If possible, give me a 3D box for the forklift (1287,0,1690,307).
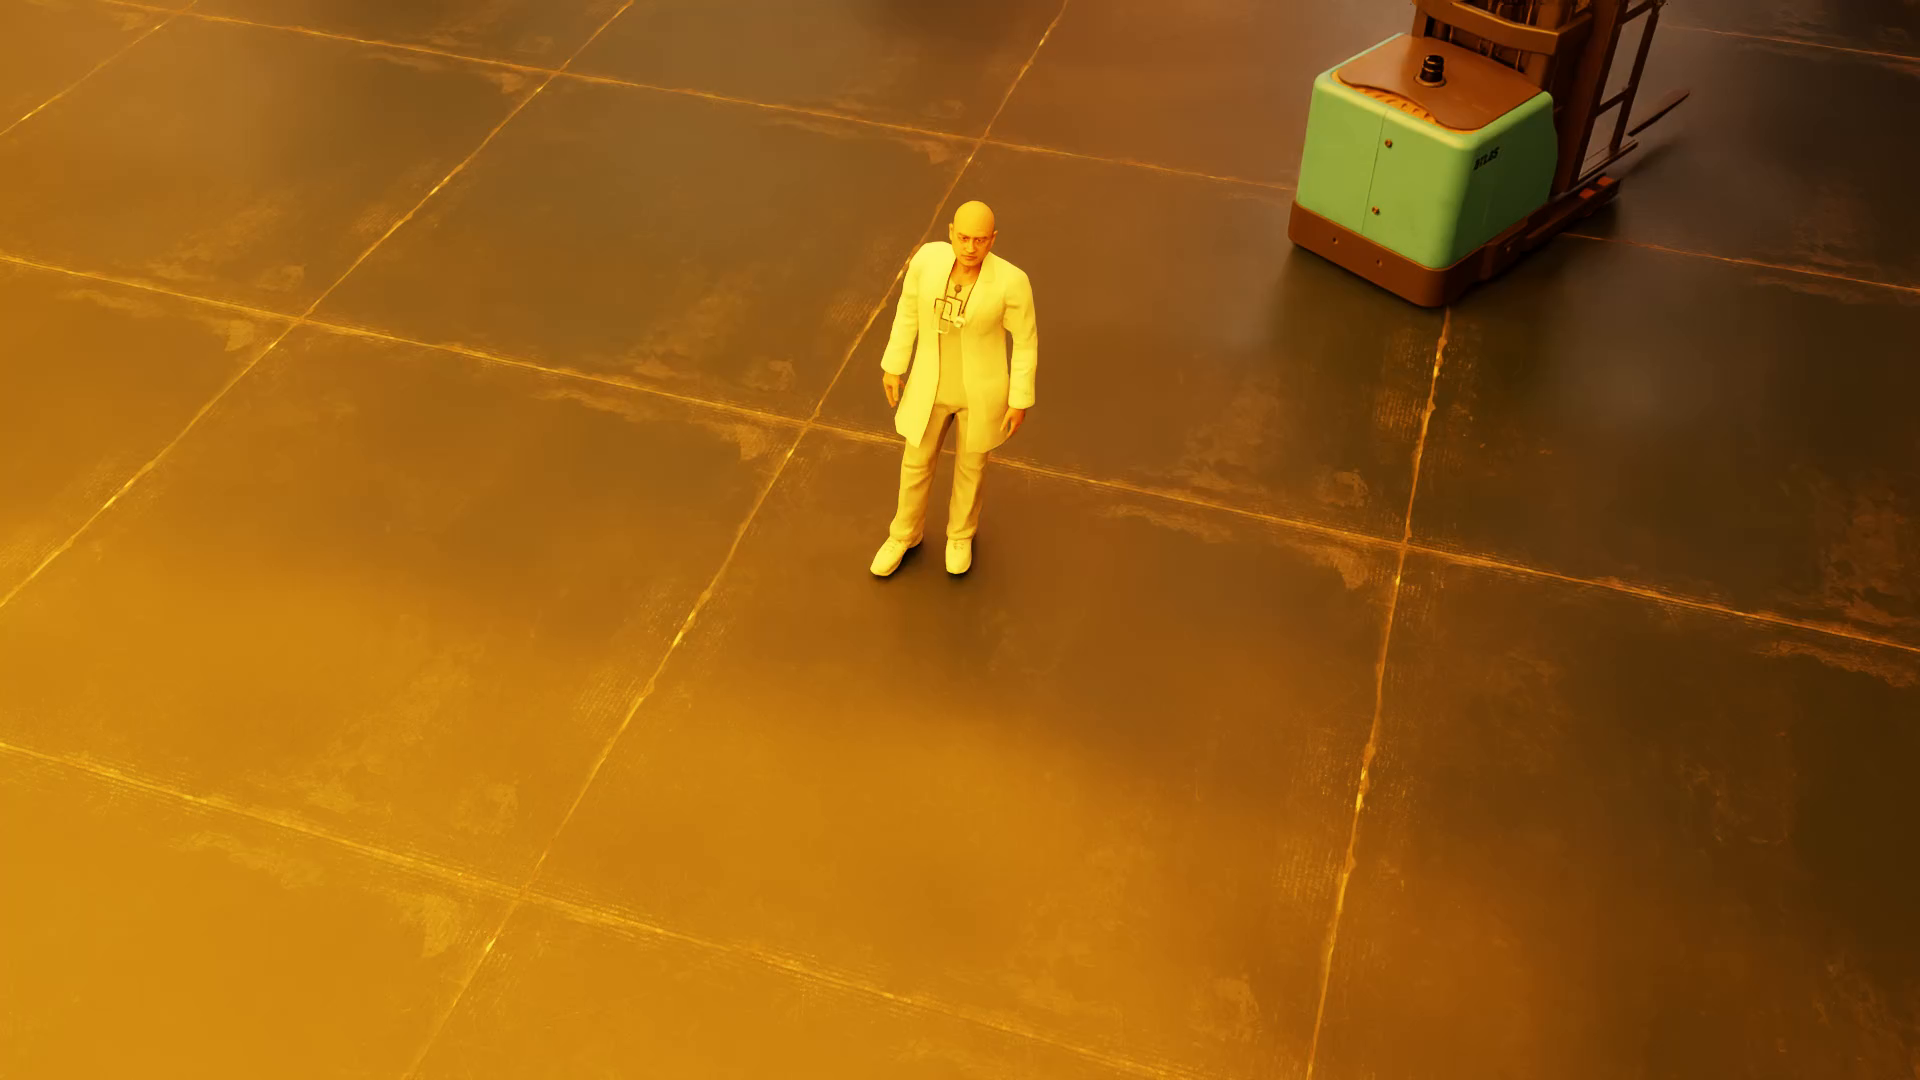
[{"bbox_3d":[3.317,-3.230,9.161,3.031,2.935,1.130,-33,52,-30],"label":"forklift"}]

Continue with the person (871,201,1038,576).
[{"bbox_3d":[-0.032,-0.599,7.168,0.696,1.776,0.581,12,44,13],"label":"person"}]
